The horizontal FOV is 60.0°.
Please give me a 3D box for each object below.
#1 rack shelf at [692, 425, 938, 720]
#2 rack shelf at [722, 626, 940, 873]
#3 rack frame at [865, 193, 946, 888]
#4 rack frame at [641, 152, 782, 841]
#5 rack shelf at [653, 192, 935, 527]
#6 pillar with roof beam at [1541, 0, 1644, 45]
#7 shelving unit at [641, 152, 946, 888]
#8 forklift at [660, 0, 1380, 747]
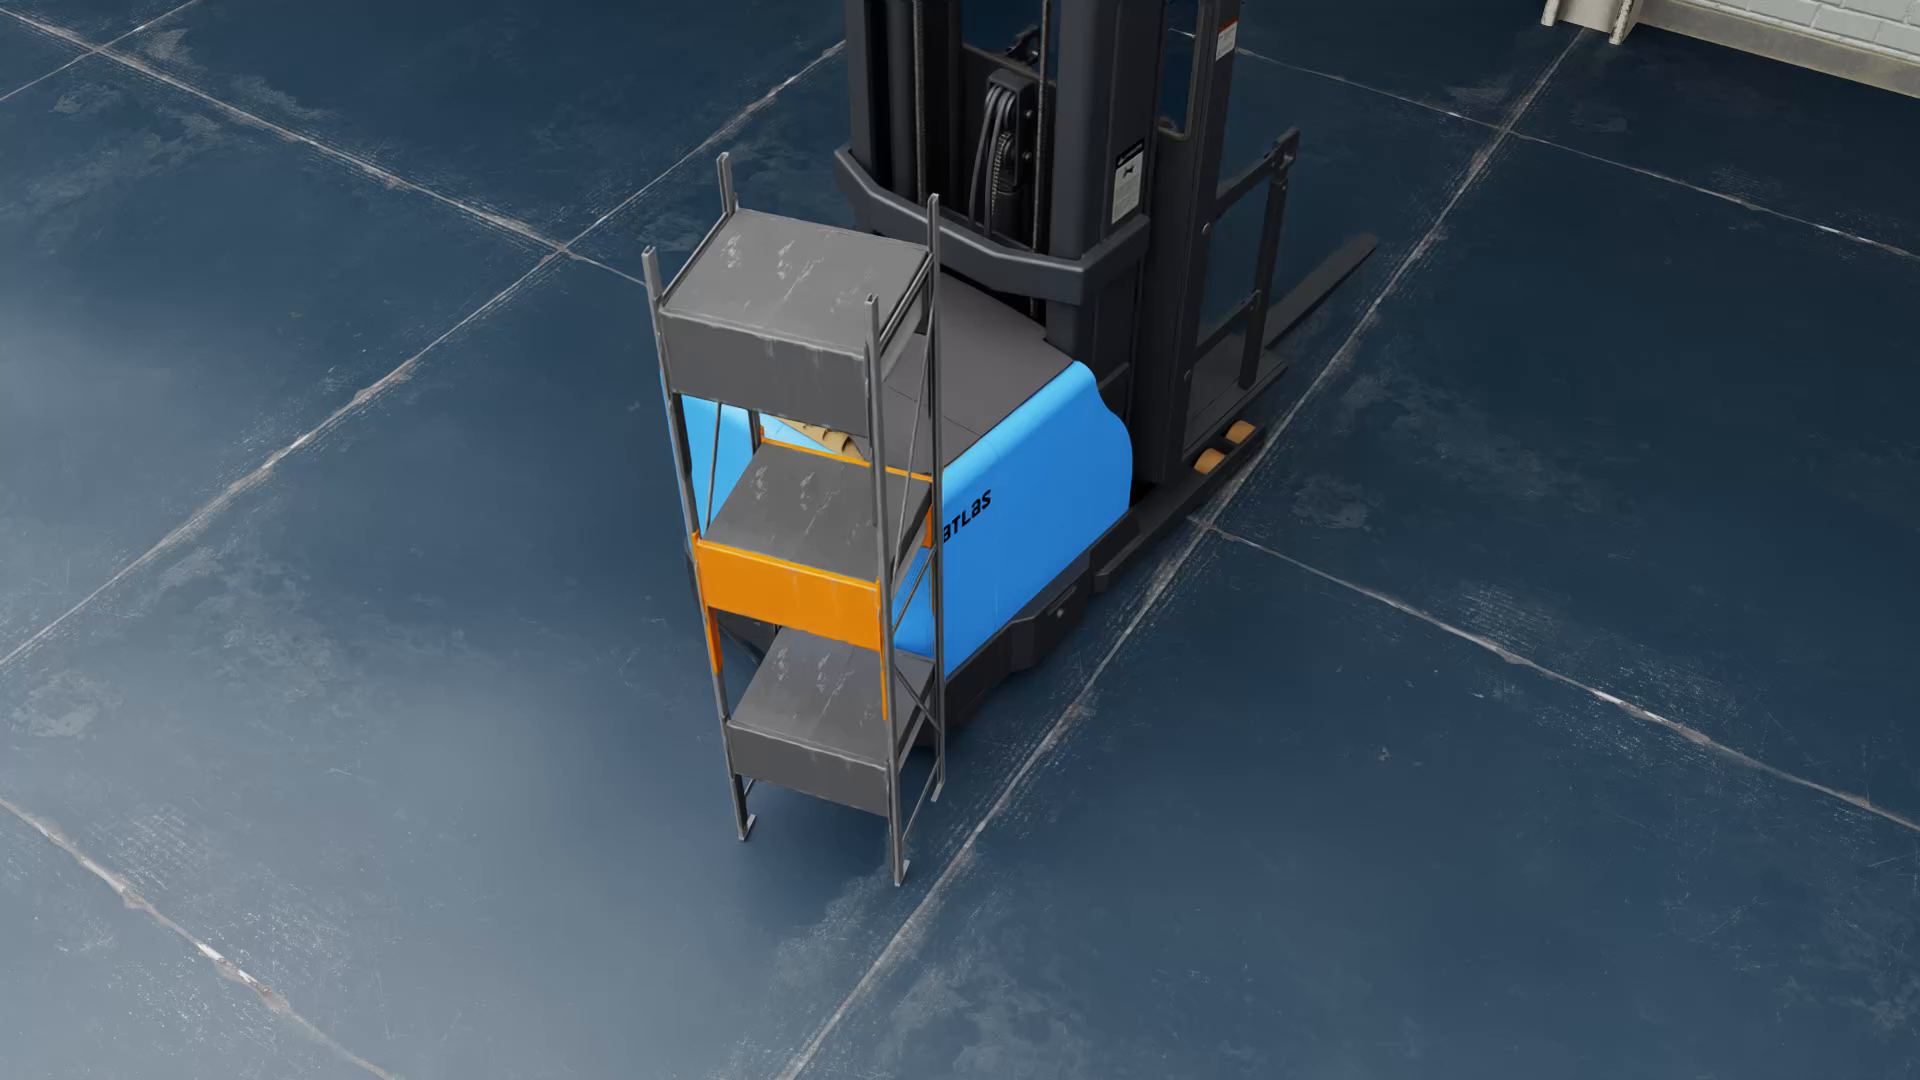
[{"bbox_3d":[-0.347,0.083,4.224,0.480,0.518,0.431,14,47,13],"label":"rack shelf"},{"bbox_3d":[-0.347,0.571,4.726,0.480,0.518,0.431,14,47,13],"label":"rack shelf"},{"bbox_3d":[-0.116,0.130,4.159,0.015,2.100,0.400,14,47,13],"label":"rack frame"},{"bbox_3d":[-0.577,0.017,4.270,0.015,2.100,0.400,14,47,13],"label":"rack frame"},{"bbox_3d":[-0.347,-0.405,3.722,0.480,0.518,0.431,14,47,13],"label":"rack shelf"},{"bbox_3d":[0.801,-3.113,2.500,0.400,9.000,9.100,25,51,22],"label":"pillar with roof beam"},{"bbox_3d":[-0.347,0.073,4.214,0.503,2.100,0.431,14,47,13],"label":"shelving unit"},{"bbox_3d":[0.446,-1.388,5.055,1.130,2.935,3.031,31,53,26],"label":"forklift"}]
